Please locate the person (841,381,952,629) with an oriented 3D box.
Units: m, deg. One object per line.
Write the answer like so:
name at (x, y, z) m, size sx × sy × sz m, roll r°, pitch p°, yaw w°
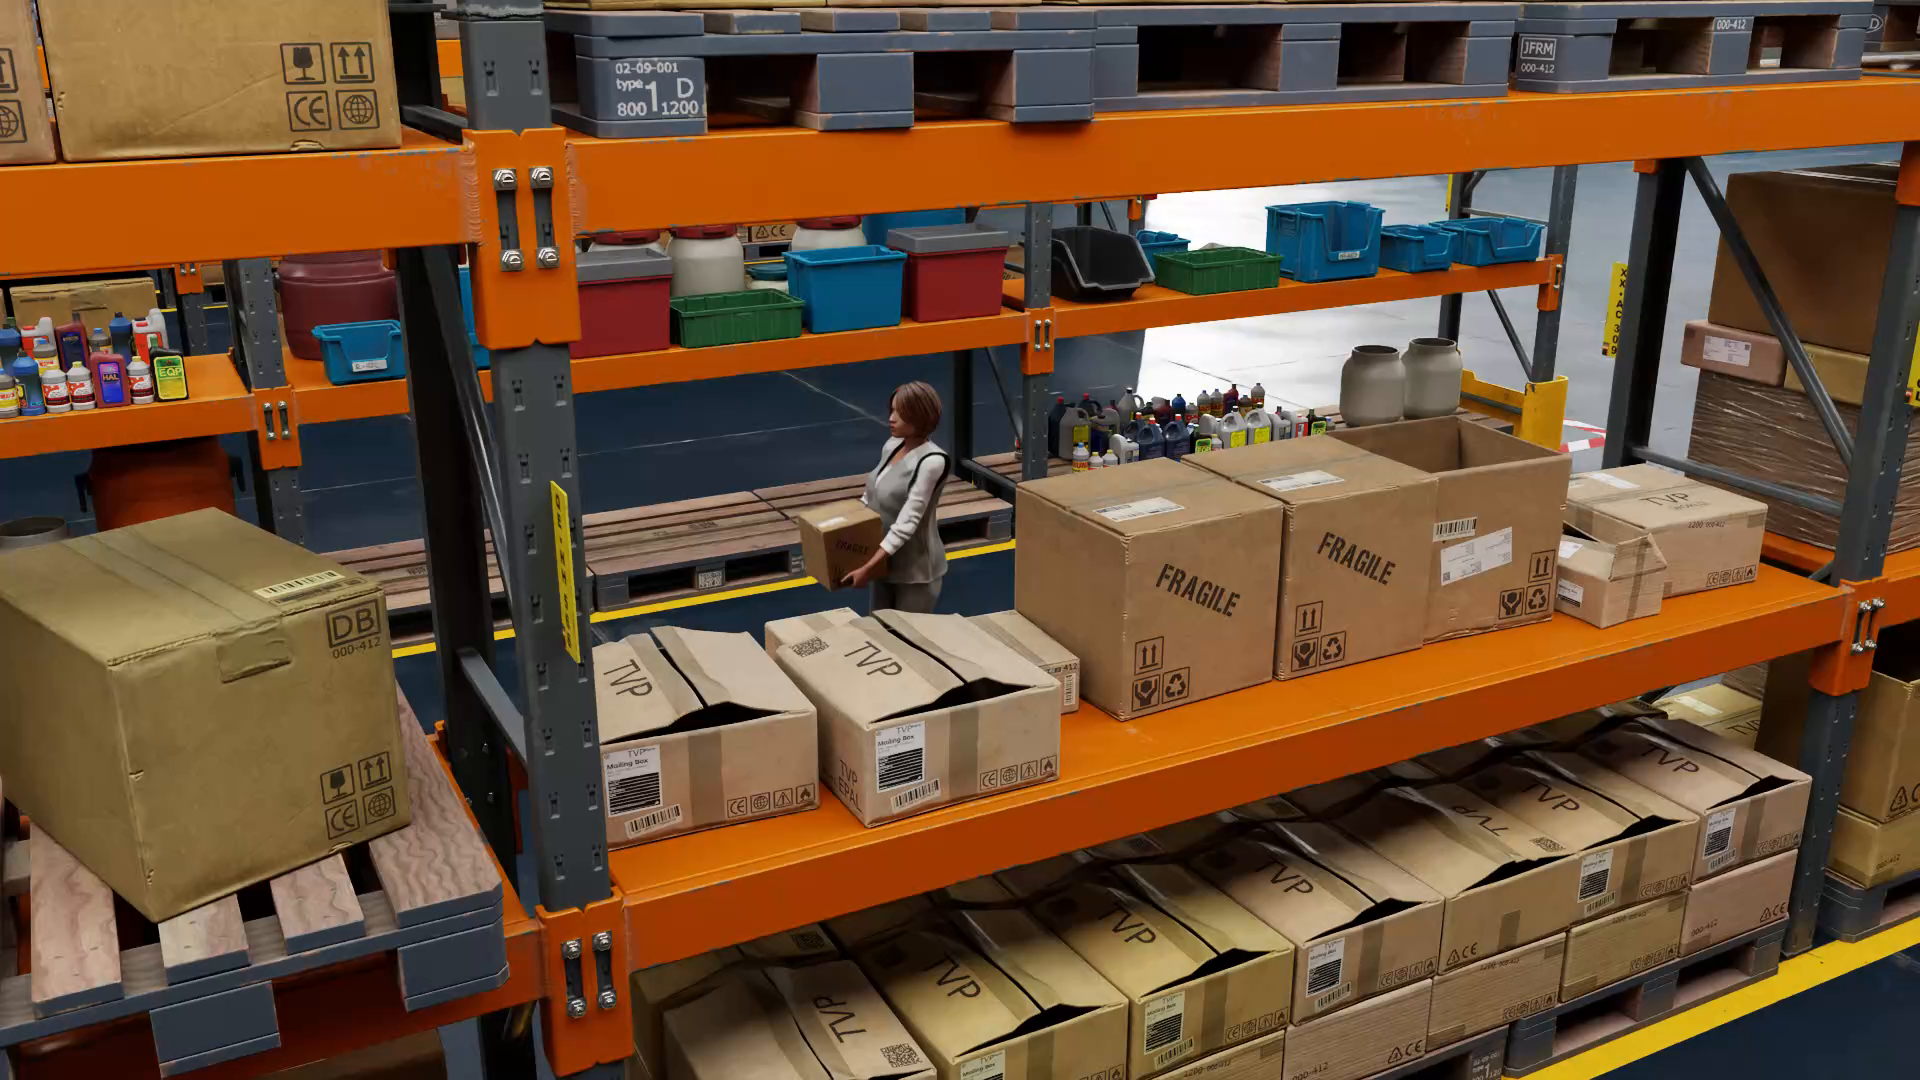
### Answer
person at (-0.299, 0.156, 6.629) m, size 0.494 × 1.593 × 0.404 m, roll -9°, pitch 21°, yaw -26°
